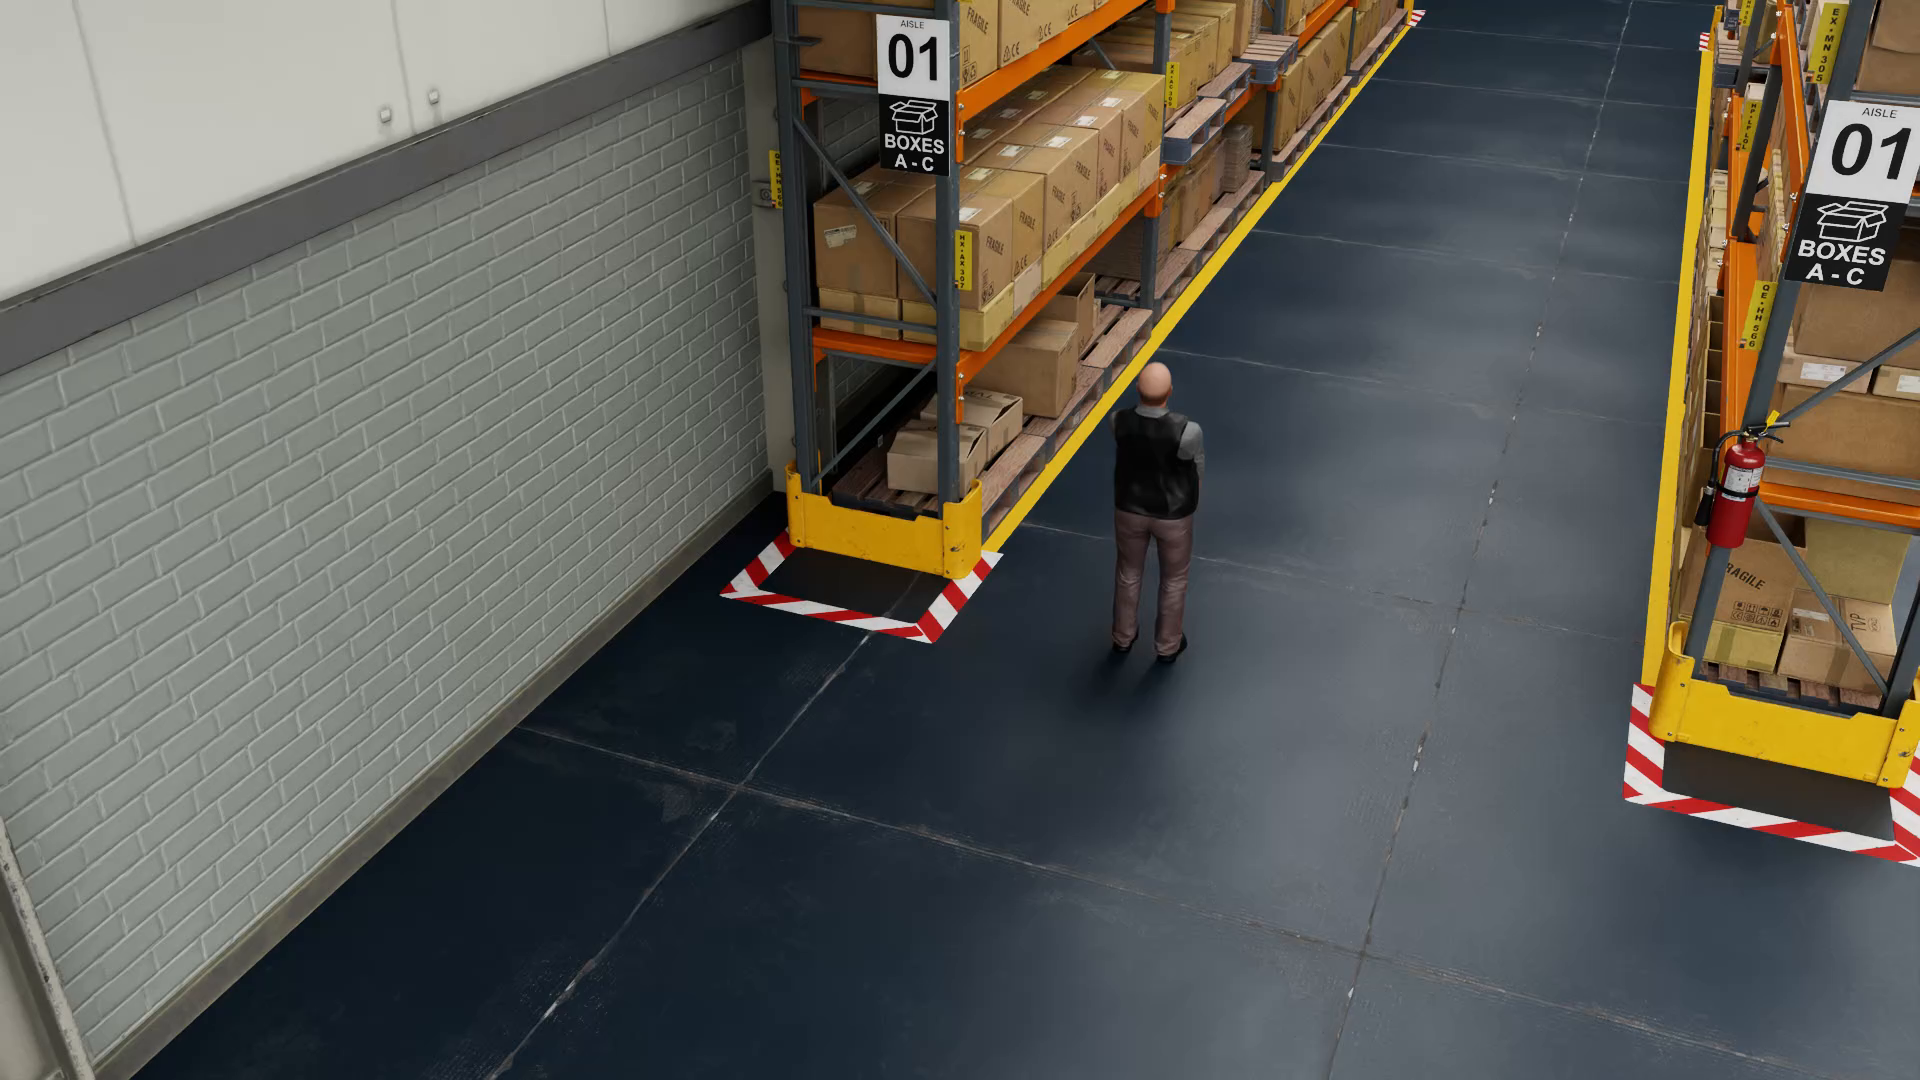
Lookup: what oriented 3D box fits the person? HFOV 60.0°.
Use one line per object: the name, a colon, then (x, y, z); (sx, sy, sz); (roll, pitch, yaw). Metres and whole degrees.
person: (1.038, -0.195, 8.780); (0.494, 1.711, 0.560); (12, 31, 20)
